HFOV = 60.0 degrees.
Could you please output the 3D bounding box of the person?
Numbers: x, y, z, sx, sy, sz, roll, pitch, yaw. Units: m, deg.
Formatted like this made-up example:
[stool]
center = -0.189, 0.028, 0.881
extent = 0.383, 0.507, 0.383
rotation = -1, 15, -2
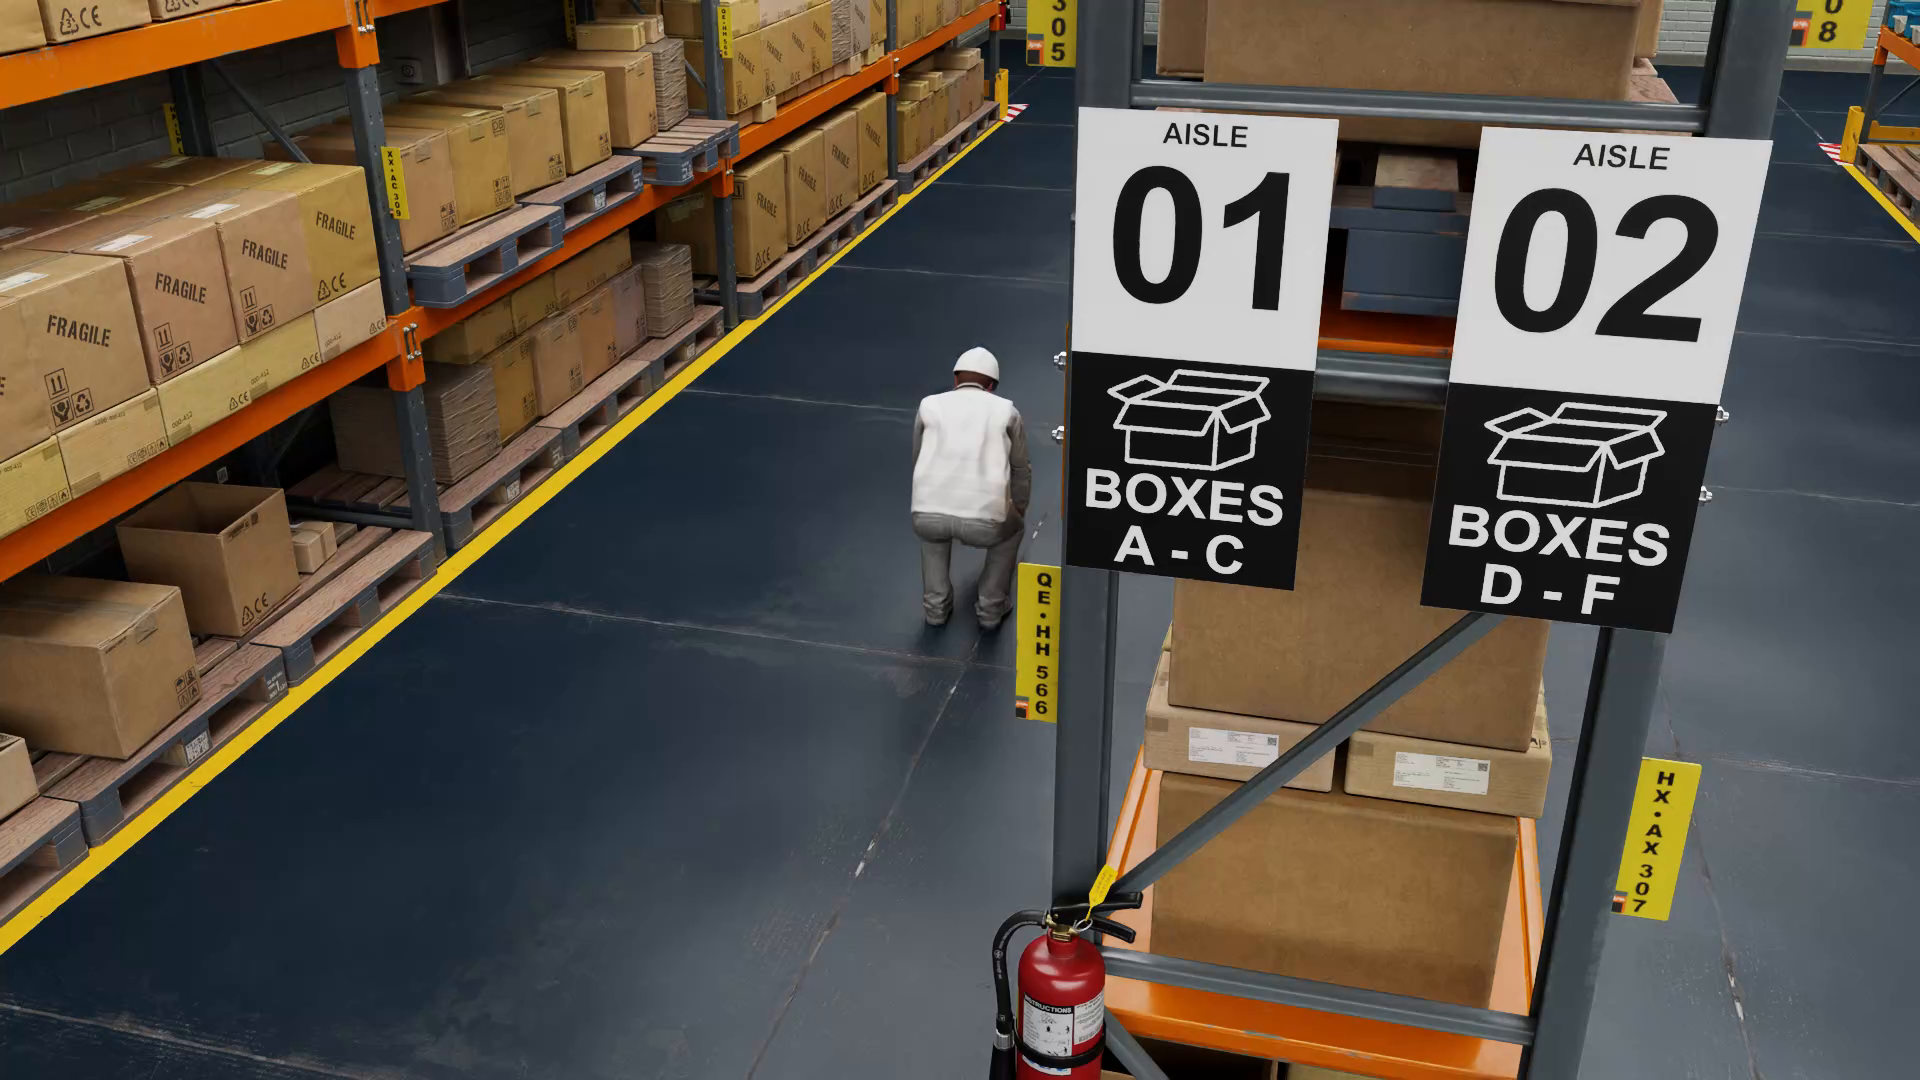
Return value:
[person]
center = 0.018, -0.223, 7.735
extent = 0.570, 1.196, 0.850
rotation = 6, 26, 13
